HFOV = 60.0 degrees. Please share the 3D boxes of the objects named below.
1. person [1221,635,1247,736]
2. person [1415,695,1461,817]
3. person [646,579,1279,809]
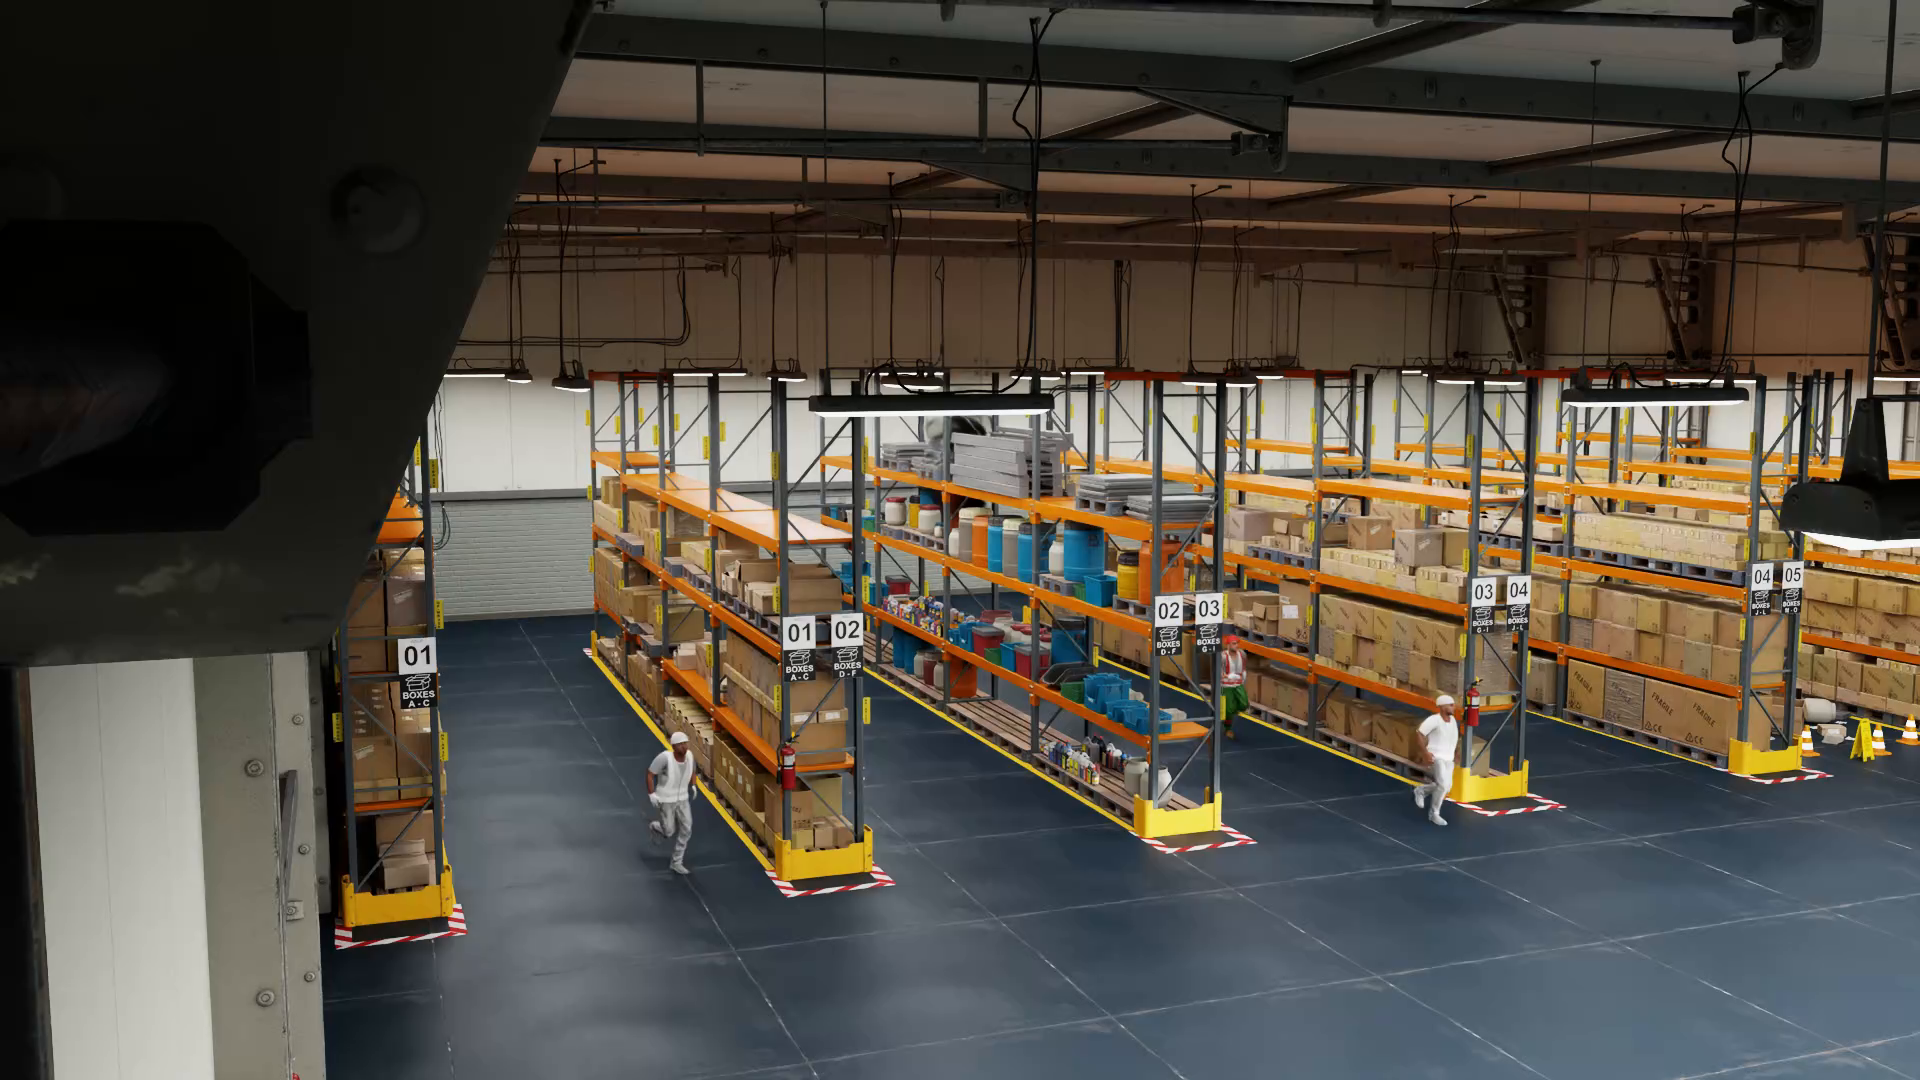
[{"bbox_3d":[4.527,2.417,27.389,0.709,1.725,0.651,-3,7,-22],"label":"person"},{"bbox_3d":[6.528,2.921,22.702,0.745,1.627,0.607,-4,8,-34],"label":"person"},{"bbox_3d":[3.406,1.583,34.946,30.119,1.728,13.703,-5,8,-40],"label":"person"}]
